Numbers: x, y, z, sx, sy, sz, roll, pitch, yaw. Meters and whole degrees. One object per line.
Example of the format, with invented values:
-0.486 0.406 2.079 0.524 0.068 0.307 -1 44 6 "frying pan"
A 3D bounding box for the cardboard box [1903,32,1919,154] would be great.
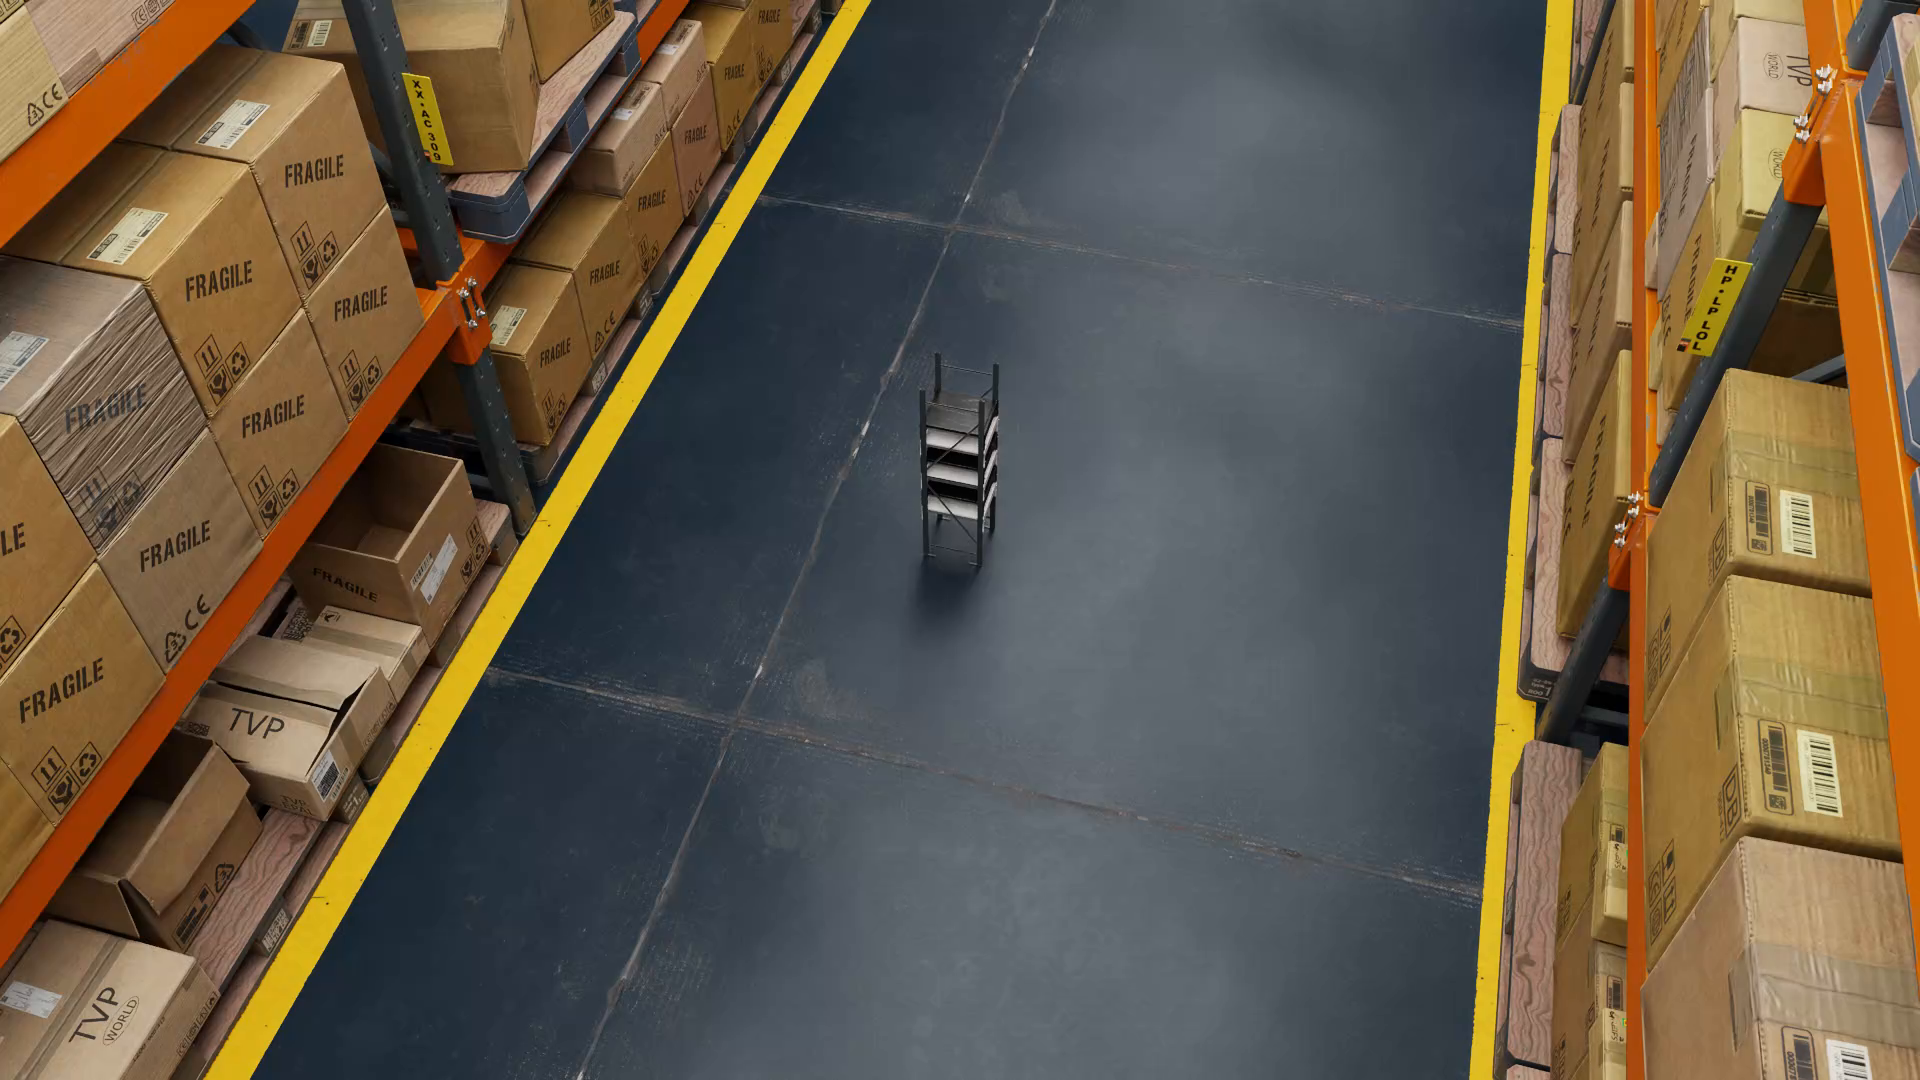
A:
2.132 -0.836 3.159 0.500 0.250 0.500 11 50 10 "cardboard box"

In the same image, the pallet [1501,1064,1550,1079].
1.974 2.174 4.610 1.003 0.211 1.213 12 50 10 "pallet"

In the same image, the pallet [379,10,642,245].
-1.896 -1.637 6.241 1.003 0.211 1.213 12 50 10 "pallet"

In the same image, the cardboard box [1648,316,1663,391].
2.428 -0.580 5.334 0.380 0.149 0.250 12 50 11 "cardboard box"

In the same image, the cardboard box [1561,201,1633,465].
2.845 -0.736 6.471 0.750 0.750 0.750 13 50 11 "cardboard box"

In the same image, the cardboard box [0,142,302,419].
-2.227 -0.720 4.570 0.500 0.500 0.500 11 49 9 "cardboard box"

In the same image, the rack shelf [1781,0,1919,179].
3.095 -2.370 5.239 1.077 0.370 4.000 12 50 10 "rack shelf"

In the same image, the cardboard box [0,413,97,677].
-2.494 0.008 3.927 0.500 0.500 0.500 11 50 10 "cardboard box"

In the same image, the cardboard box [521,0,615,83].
-1.751 -2.124 6.196 0.700 0.500 0.500 19 51 16 "cardboard box"

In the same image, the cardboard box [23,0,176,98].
-2.225 -1.323 3.935 0.500 0.250 0.500 12 50 10 "cardboard box"

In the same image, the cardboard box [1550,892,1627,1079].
2.137 1.403 4.817 0.700 0.500 0.500 11 50 10 "cardboard box"

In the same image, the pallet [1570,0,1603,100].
3.828 -2.704 8.915 1.003 0.211 1.213 12 50 10 "pallet"

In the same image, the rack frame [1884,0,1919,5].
2.568 -2.154 2.568 1.000 3.000 0.127 12 50 10 "rack frame"

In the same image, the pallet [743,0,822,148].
-1.392 -2.582 8.807 1.003 0.211 1.213 12 50 10 "pallet"

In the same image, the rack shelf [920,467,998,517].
-0.002 -0.210 6.419 0.258 0.077 0.200 12 50 10 "rack shelf"

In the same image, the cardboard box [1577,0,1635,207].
3.301 -1.984 7.573 0.750 0.750 0.750 11 49 10 "cardboard box"

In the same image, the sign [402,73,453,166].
-1.686 -1.329 5.264 0.100 0.325 0.005 12 50 10 "sign"

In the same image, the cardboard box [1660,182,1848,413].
2.447 -0.691 4.999 0.500 0.500 0.500 11 49 9 "cardboard box"

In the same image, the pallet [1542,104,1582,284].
3.341 -1.584 7.926 1.003 0.211 1.213 12 50 10 "pallet"

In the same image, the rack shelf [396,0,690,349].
-1.685 -2.352 7.224 1.077 0.370 4.000 12 50 10 "rack shelf"

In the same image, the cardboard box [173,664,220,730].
-2.749 0.537 5.791 0.380 0.166 0.250 12 50 10 "cardboard box"

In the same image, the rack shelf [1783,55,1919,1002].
2.042 0.523 2.686 1.077 0.370 4.000 12 50 10 "rack shelf"

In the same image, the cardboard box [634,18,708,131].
-1.455 -2.098 7.394 0.500 0.250 0.500 11 49 9 "cardboard box"

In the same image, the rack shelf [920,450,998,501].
-0.002 -0.270 6.351 0.258 0.077 0.200 12 50 10 "rack shelf"

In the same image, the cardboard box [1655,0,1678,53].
2.968 -2.164 6.300 0.500 0.500 0.500 11 50 10 "cardboard box"

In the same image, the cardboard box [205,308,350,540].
-2.230 -0.392 4.947 0.500 0.500 0.500 13 50 11 "cardboard box"

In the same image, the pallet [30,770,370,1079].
-2.713 1.161 5.504 1.003 0.211 1.213 12 50 10 "pallet"

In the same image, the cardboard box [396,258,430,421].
-2.358 -0.876 6.815 0.500 0.500 0.500 11 50 10 "cardboard box"

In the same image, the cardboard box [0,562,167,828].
-2.495 0.349 4.293 0.500 0.500 0.500 12 50 11 "cardboard box"

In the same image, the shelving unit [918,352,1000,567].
-0.002 -0.292 6.326 0.258 0.900 0.210 12 50 10 "shelving unit"

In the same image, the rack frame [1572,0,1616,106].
3.621 -3.062 7.371 1.000 3.000 0.127 12 50 10 "rack frame"

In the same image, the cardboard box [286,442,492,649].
-2.088 0.006 6.037 0.500 0.500 0.500 12 50 10 "cardboard box"

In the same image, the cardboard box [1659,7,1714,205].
2.712 -1.423 5.646 0.500 0.500 0.500 12 50 10 "cardboard box"

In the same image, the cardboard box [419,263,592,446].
-1.849 -0.764 6.716 0.500 0.500 0.500 10 49 8 "cardboard box"

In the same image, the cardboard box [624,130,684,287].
-1.581 -1.512 7.377 0.500 0.500 0.500 12 50 10 "cardboard box"

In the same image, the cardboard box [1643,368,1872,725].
2.410 0.121 4.361 0.980 0.700 0.700 12 50 11 "cardboard box"

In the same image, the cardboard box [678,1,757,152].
-1.315 -2.258 8.035 0.500 0.500 0.500 10 49 9 "cardboard box"

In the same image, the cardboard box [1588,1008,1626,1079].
1.869 1.415 4.374 0.380 0.149 0.250 10 49 9 "cardboard box"

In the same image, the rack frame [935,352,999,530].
0.025 -0.365 6.391 0.240 0.900 0.006 12 50 10 "rack frame"

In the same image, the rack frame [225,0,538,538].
-2.212 -1.144 5.678 1.000 3.000 0.127 12 50 10 "rack frame"

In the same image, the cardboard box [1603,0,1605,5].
3.760 -2.912 8.612 0.700 0.500 0.500 12 50 11 "cardboard box"

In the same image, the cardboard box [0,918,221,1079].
-2.585 1.453 4.926 0.500 0.250 0.500 12 50 10 "cardboard box"

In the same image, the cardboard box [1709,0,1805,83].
2.723 -1.680 5.373 0.500 0.250 0.500 12 50 11 "cardboard box"

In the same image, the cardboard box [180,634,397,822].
-2.285 0.611 5.629 0.500 0.311 0.500 12 50 10 "cardboard box"

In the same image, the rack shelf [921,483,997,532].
-0.002 -0.151 6.486 0.258 0.077 0.200 12 50 10 "rack shelf"

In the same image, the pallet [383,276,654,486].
-2.034 -0.817 7.249 1.003 0.211 1.213 12 50 10 "pallet"

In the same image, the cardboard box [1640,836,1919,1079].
2.030 1.176 3.430 0.980 0.700 0.700 9 49 8 "cardboard box"
